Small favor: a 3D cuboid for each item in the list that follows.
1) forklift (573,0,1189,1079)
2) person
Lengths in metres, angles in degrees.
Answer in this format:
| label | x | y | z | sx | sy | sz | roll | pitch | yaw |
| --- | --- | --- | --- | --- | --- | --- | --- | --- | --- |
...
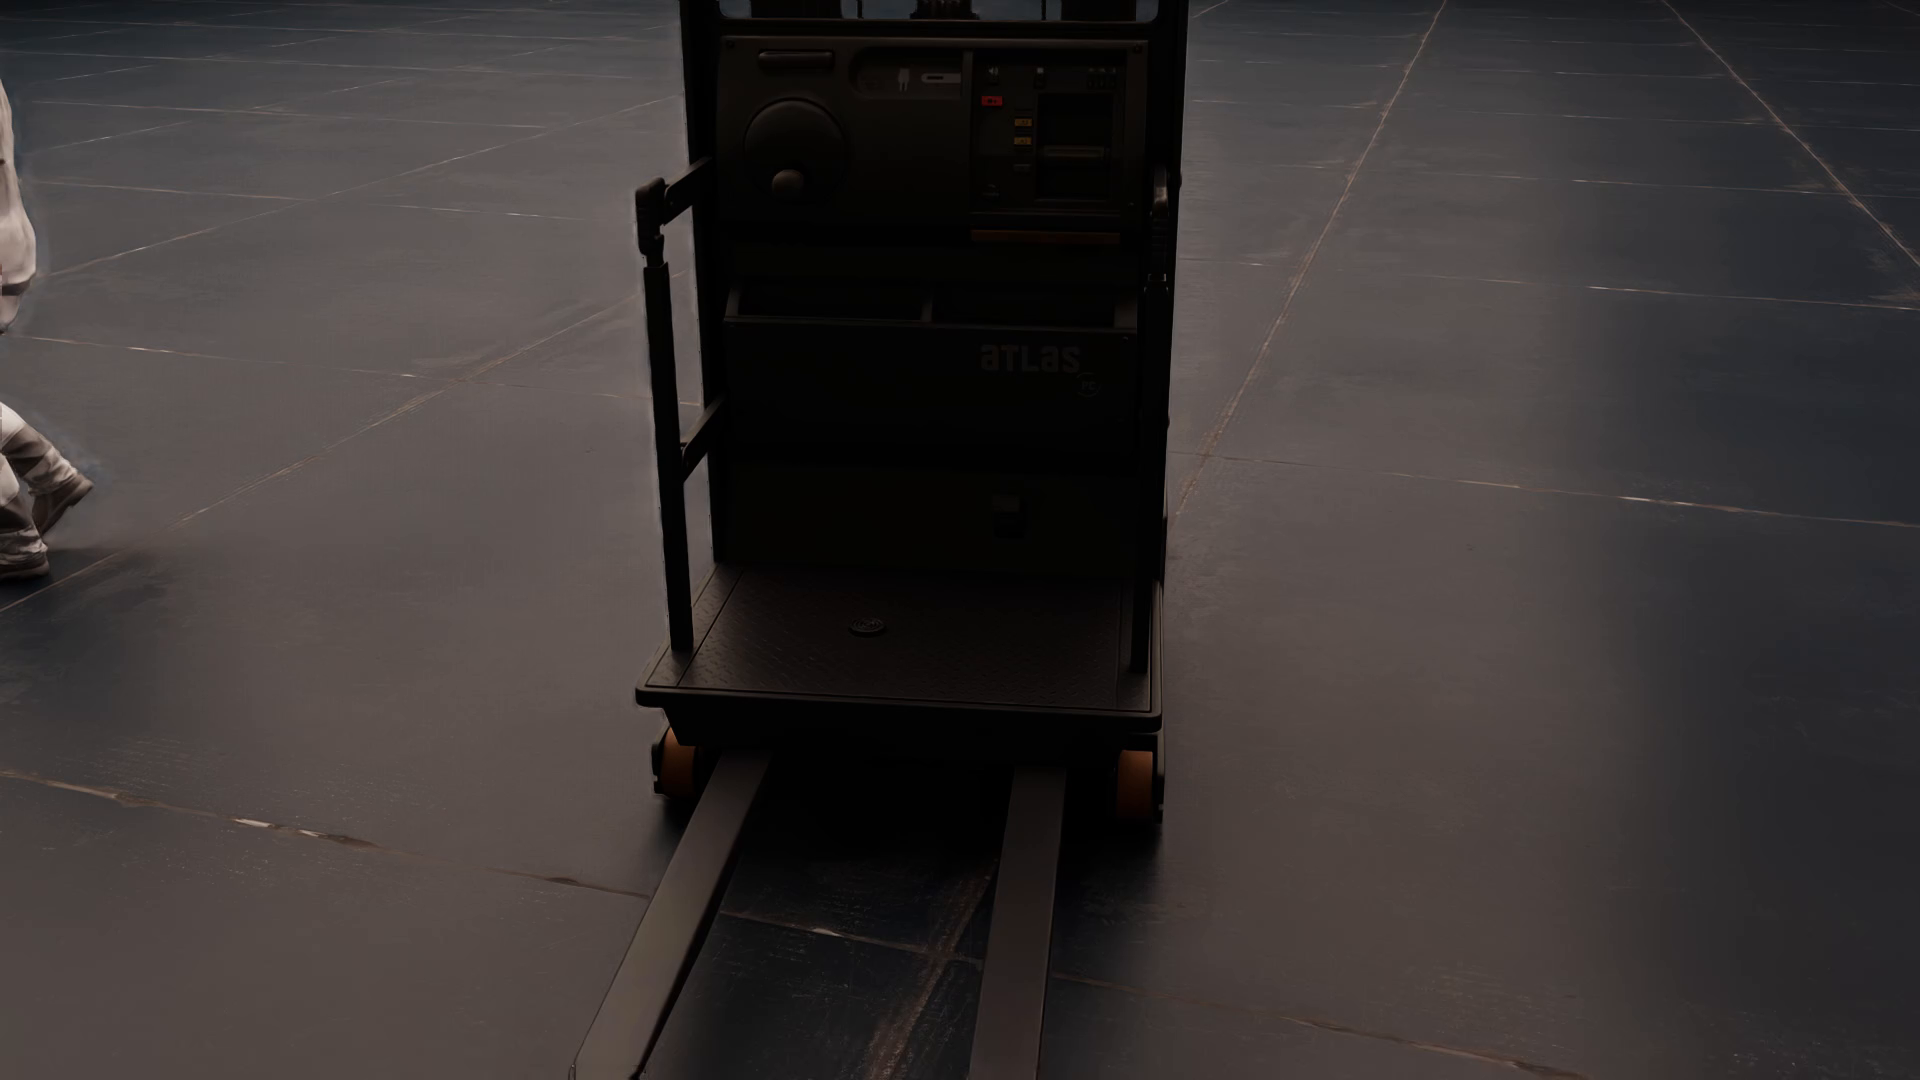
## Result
| label | x | y | z | sx | sy | sz | roll | pitch | yaw |
| --- | --- | --- | --- | --- | --- | --- | --- | --- | --- |
| forklift | -0.085 | -0.872 | 3.392 | 1.130 | 2.935 | 3.031 | 2 | 23 | 6 |
| person | -2.754 | -0.698 | 4.521 | 0.485 | 1.748 | 0.784 | -8 | 24 | -18 |
